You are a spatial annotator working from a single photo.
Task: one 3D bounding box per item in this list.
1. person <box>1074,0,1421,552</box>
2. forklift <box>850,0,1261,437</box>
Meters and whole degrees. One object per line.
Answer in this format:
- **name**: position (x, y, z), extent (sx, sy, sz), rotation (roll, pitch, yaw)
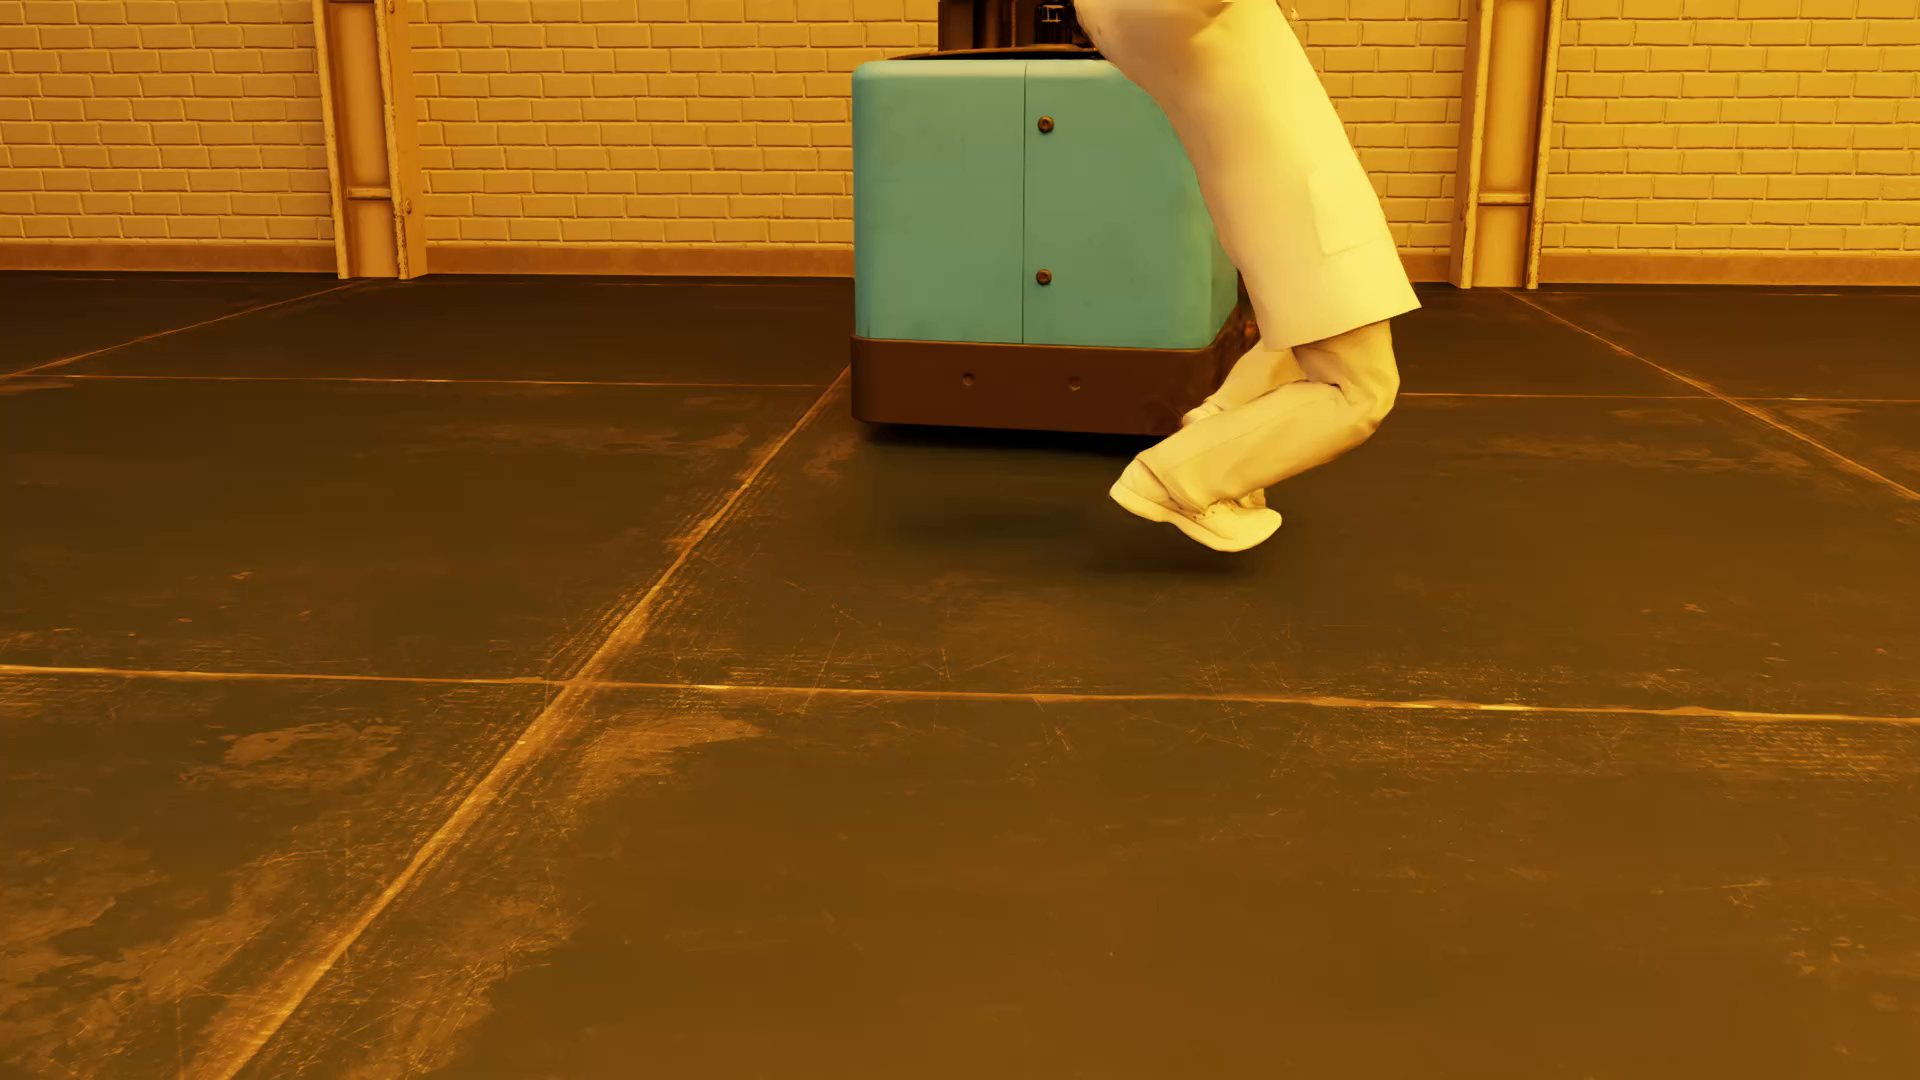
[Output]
- **person**: position (0.594, -0.850, 3.625), extent (0.807, 1.731, 1.102), rotation (-2, 15, -6)
- **forklift**: position (0.523, -2.041, 5.735), extent (1.130, 2.935, 3.031), rotation (4, 16, 13)
